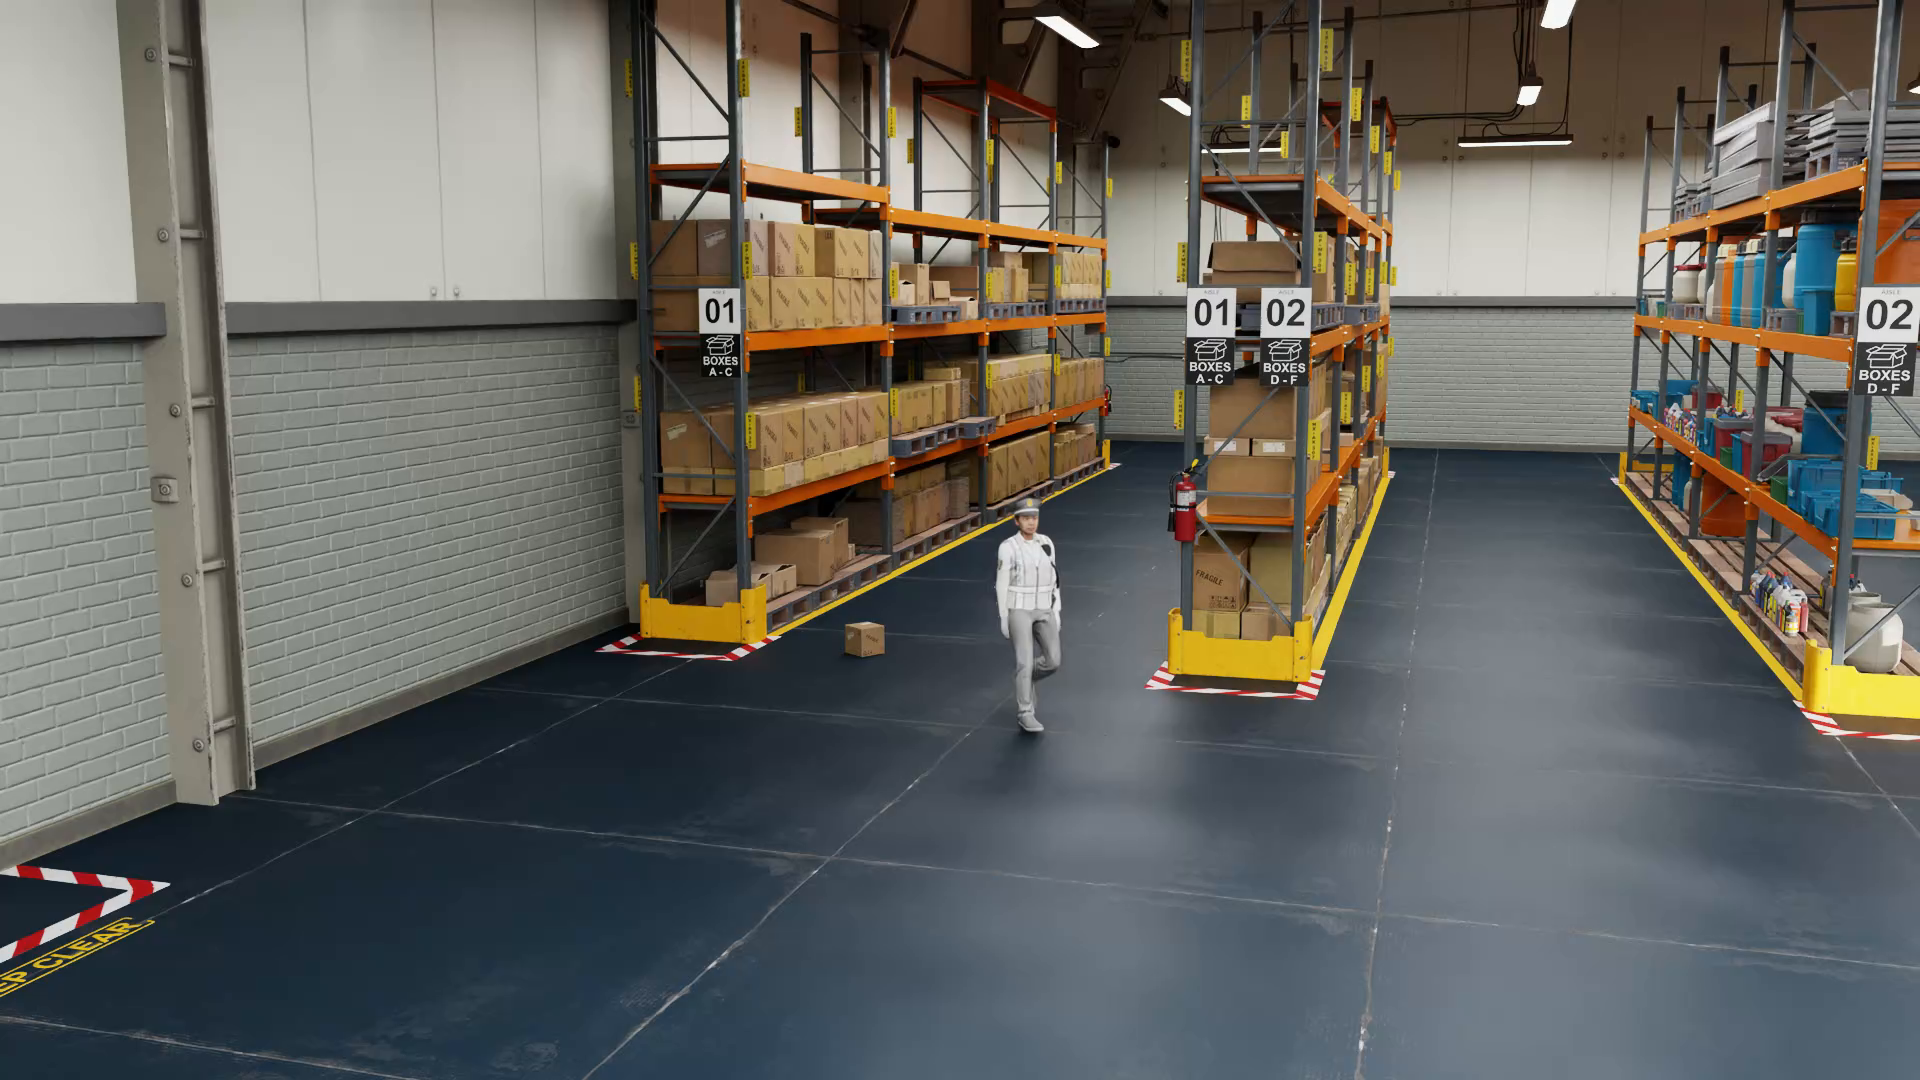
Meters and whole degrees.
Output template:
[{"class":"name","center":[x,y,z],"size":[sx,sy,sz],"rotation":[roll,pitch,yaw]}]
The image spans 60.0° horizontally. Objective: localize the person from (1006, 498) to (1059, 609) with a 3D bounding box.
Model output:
[{"class":"person","center":[0.509,0.100,12.007],"size":[0.367,0.832,0.341],"rotation":[-4,9,-24]}]
